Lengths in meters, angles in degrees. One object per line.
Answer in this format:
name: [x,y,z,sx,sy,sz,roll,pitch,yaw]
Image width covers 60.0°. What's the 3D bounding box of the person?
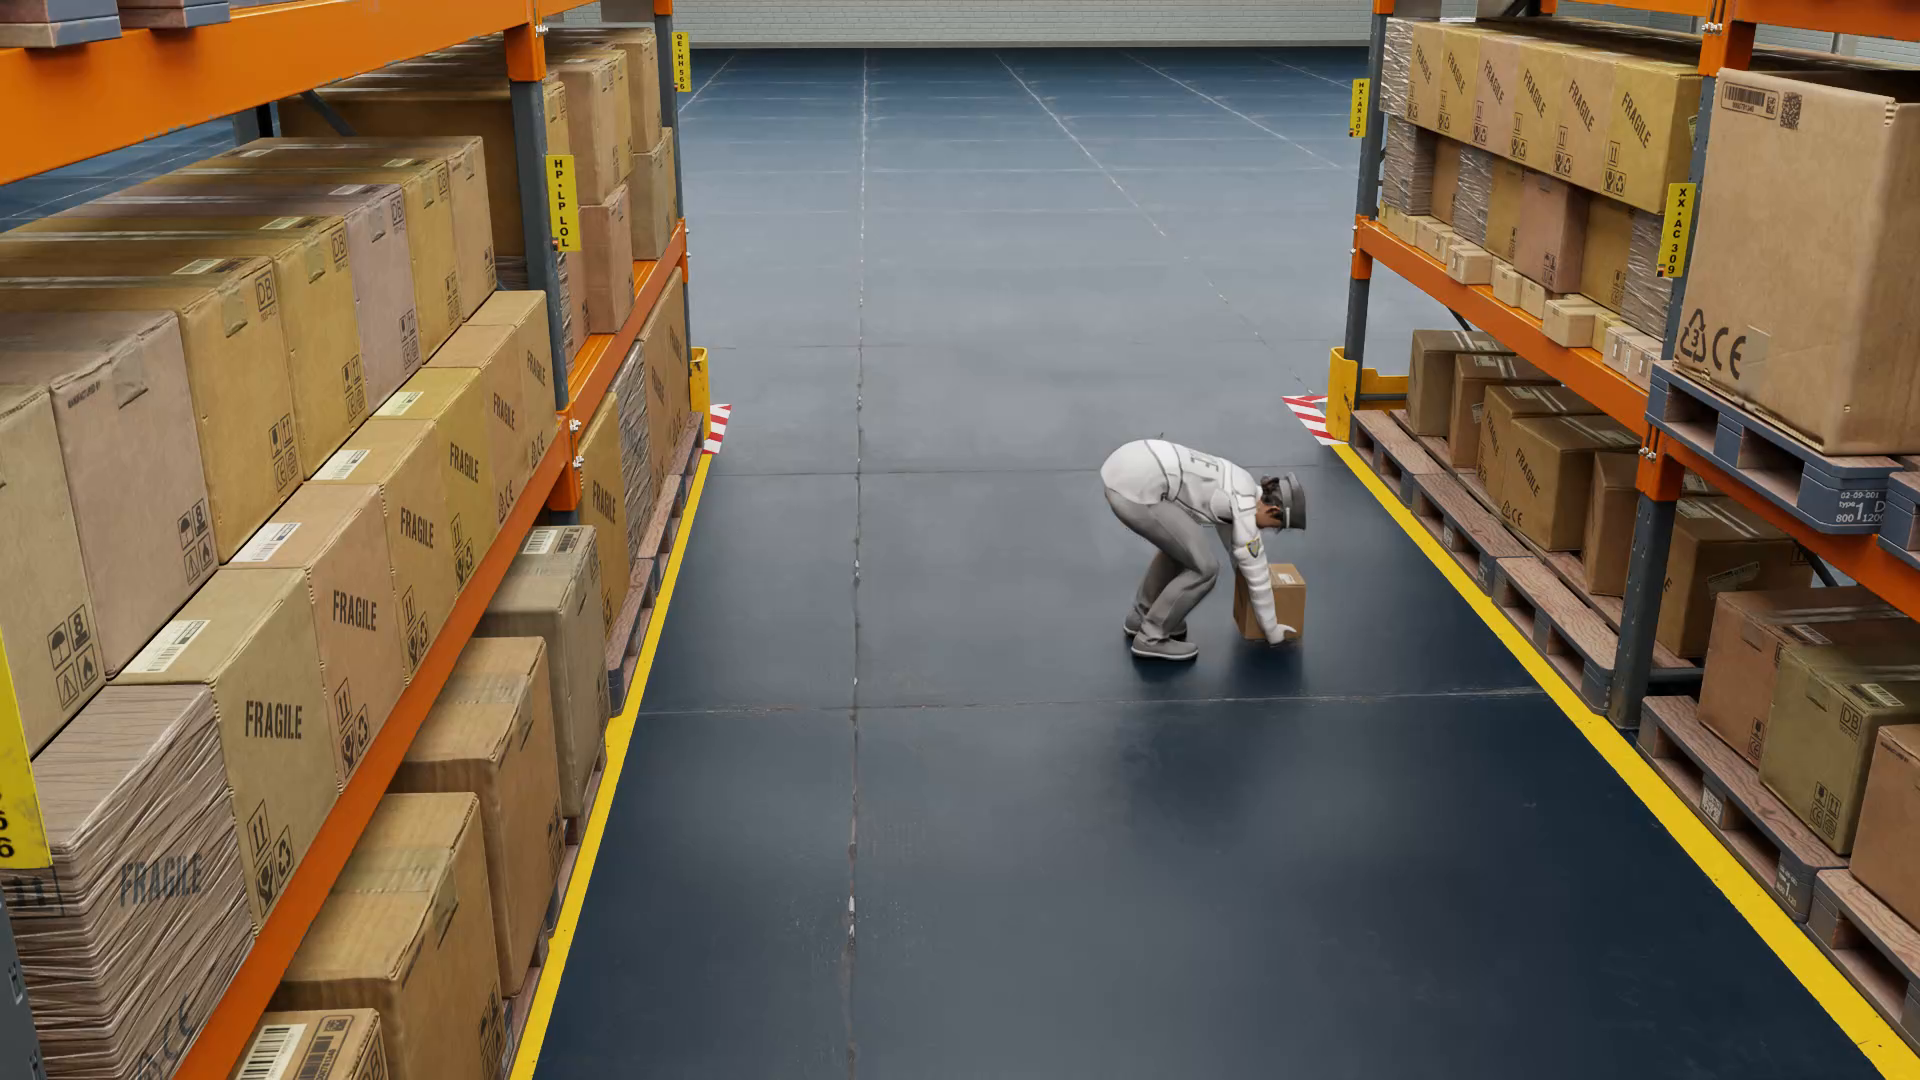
person: [1.031,0.022,7.082,0.882,0.919,0.457,-2,21,-6]
